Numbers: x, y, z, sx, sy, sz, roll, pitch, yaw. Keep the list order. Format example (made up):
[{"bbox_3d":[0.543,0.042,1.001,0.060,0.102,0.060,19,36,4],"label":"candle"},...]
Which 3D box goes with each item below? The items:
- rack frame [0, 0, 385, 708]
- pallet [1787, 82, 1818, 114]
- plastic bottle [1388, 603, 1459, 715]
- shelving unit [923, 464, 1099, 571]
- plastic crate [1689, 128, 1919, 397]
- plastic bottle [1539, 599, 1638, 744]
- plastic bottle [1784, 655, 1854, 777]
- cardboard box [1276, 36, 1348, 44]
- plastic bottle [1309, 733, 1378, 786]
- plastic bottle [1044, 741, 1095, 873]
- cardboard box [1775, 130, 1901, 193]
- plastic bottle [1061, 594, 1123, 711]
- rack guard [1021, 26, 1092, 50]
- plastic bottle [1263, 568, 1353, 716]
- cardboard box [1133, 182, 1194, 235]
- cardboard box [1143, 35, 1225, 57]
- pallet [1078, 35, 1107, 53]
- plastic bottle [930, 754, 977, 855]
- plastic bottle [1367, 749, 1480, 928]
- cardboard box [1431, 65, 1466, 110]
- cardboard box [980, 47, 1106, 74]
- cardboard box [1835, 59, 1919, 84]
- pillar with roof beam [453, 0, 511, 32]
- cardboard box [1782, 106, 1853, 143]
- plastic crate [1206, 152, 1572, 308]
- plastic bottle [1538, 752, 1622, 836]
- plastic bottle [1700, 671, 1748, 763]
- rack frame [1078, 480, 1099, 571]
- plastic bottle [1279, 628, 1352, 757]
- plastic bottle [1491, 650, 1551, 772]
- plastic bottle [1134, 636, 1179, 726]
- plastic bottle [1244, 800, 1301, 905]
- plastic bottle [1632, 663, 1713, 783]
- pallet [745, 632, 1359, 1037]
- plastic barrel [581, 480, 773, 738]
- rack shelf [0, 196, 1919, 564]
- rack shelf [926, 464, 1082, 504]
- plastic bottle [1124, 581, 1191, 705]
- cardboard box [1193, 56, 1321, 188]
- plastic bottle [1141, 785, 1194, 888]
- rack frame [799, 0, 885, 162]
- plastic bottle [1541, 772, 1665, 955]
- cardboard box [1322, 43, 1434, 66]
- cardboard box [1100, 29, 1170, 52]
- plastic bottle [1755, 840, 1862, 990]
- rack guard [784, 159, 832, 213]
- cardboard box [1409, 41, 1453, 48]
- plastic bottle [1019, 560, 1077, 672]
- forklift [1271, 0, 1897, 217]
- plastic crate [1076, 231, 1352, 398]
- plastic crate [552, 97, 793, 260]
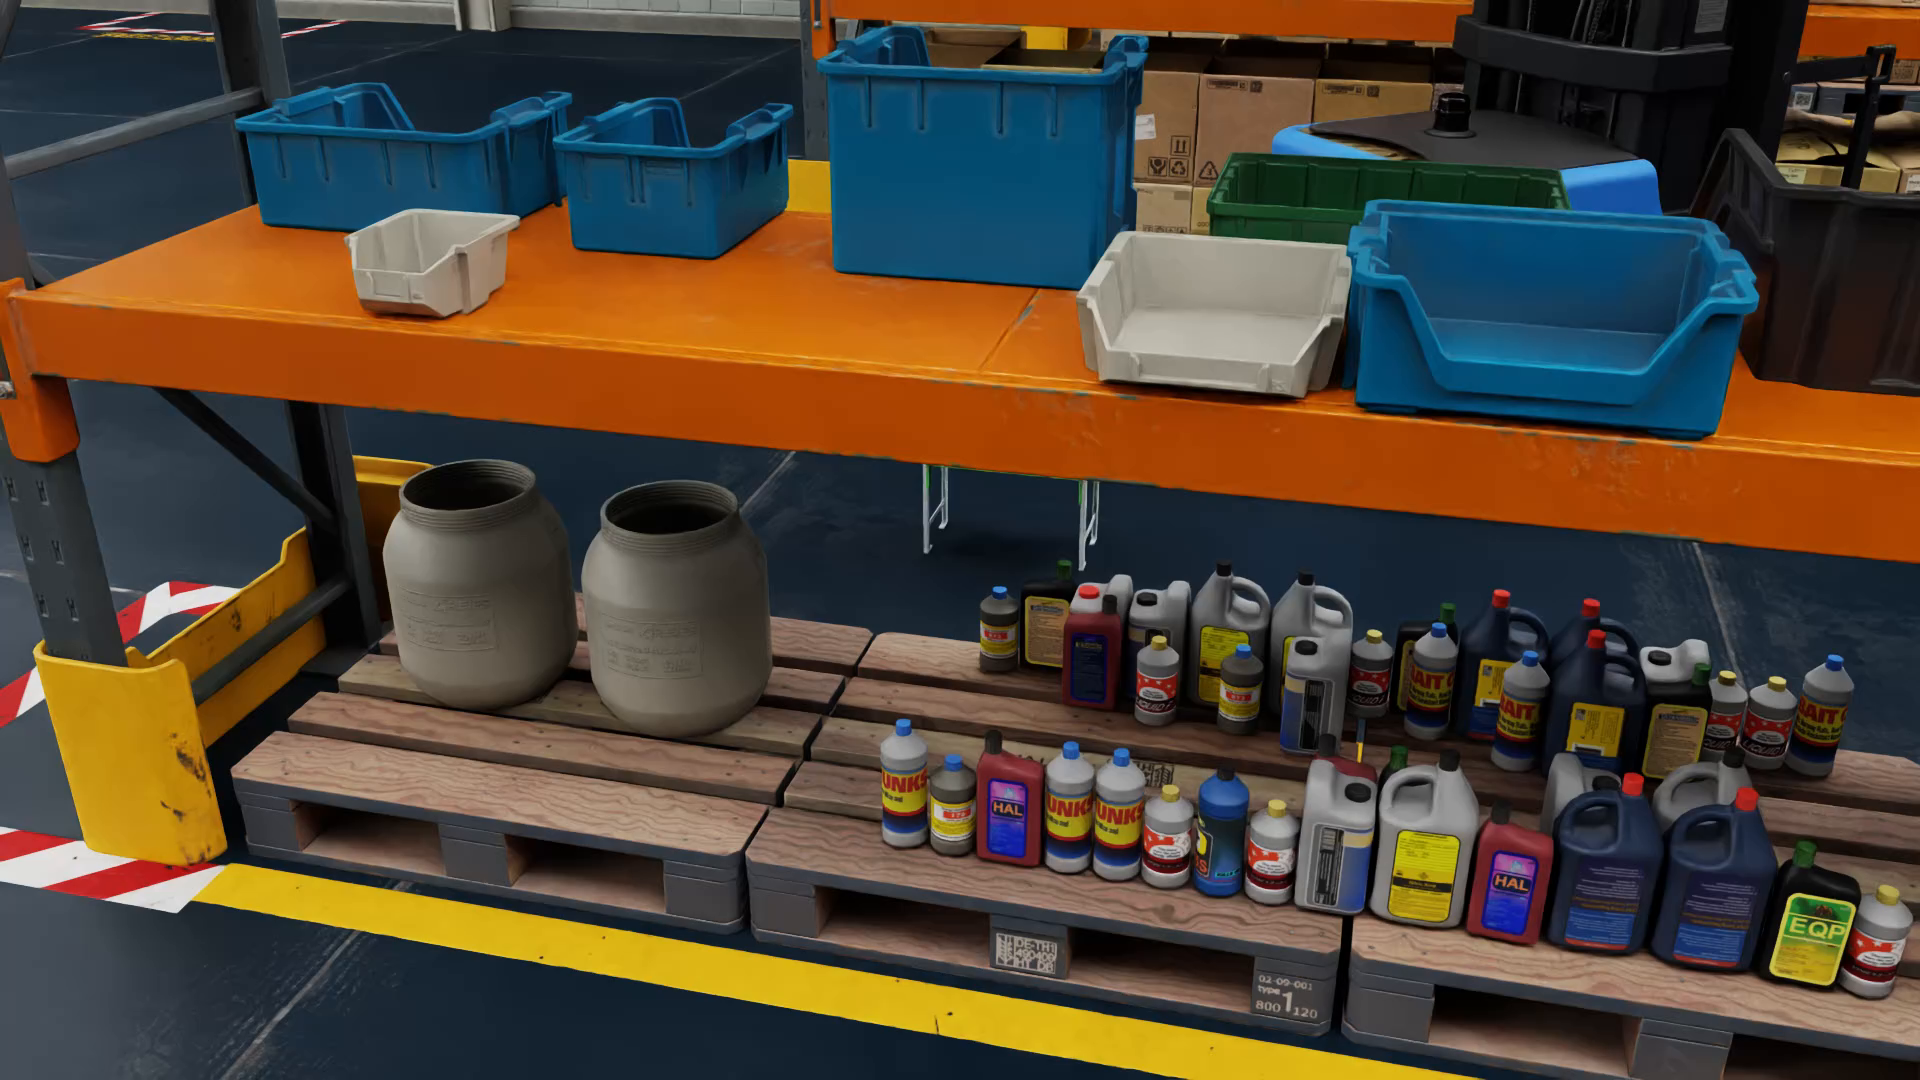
[{"bbox_3d":[-1.792,-0.869,3.585,0.127,3.000,1.000,6,26,13],"label":"rack frame"},{"bbox_3d":[5.304,-3.223,11.775,1.213,0.211,1.003,6,26,13],"label":"pallet"},{"bbox_3d":[1.072,0.273,3.836,0.133,0.283,0.061,7,26,15],"label":"plastic bottle"},{"bbox_3d":[0.160,-0.524,4.955,0.503,1.200,0.258,6,26,13],"label":"shelving unit"},{"bbox_3d":[1.607,-0.522,2.928,0.504,0.338,0.767,6,26,13],"label":"plastic crate"},{"bbox_3d":[1.404,0.298,3.705,0.185,0.351,0.144,7,26,14],"label":"plastic bottle"},{"bbox_3d":[1.883,0.376,3.633,0.097,0.271,0.097,0,25,0],"label":"plastic bottle"},{"bbox_3d":[2.574,-3.791,12.120,0.500,0.500,0.700,5,26,10],"label":"cardboard box"},{"bbox_3d":[0.758,0.520,3.317,0.133,0.283,0.061,6,26,13],"label":"plastic bottle"},{"bbox_3d":[0.219,0.525,3.320,0.097,0.271,0.097,0,25,0],"label":"plastic bottle"},{"bbox_3d":[3.658,-1.556,7.086,0.500,0.311,0.500,6,26,13],"label":"cardboard box"},{"bbox_3d":[0.307,0.256,3.871,0.133,0.283,0.061,6,26,13],"label":"plastic bottle"},{"bbox_3d":[0.749,-3.856,12.769,0.348,0.500,1.175,6,26,13],"label":"rack guard"},{"bbox_3d":[0.809,0.232,3.843,0.185,0.351,0.144,6,26,13],"label":"plastic bottle"},{"bbox_3d":[0.879,-1.623,7.880,0.500,0.250,0.500,6,26,13],"label":"cardboard box"},{"bbox_3d":[1.011,-2.183,8.183,0.500,0.500,0.500,6,26,13],"label":"cardboard box"},{"bbox_3d":[1.527,-3.624,12.617,1.213,0.211,1.003,6,26,13],"label":"pallet"},{"bbox_3d":[-0.013,0.531,3.389,0.097,0.201,0.097,0,25,0],"label":"plastic bottle"},{"bbox_3d":[0.888,0.553,3.169,0.185,0.351,0.144,6,26,13],"label":"plastic bottle"},{"bbox_3d":[2.335,-1.806,7.392,0.500,0.500,0.500,6,26,13],"label":"cardboard box"},{"bbox_3d":[0.394,-2.014,7.830,0.500,0.500,0.500,6,26,13],"label":"cardboard box"},{"bbox_3d":[6.264,-3.457,11.418,0.500,0.500,0.700,7,26,14],"label":"cardboard box"},{"bbox_3d":[-5.314,-6.837,9.143,0.400,9.000,9.100,6,26,13],"label":"pillar with roof beam"},{"bbox_3d":[3.783,-1.780,7.556,0.500,0.311,0.500,6,26,13],"label":"cardboard box"},{"bbox_3d":[0.838,-0.608,3.283,0.662,0.188,0.450,6,26,13],"label":"plastic crate"},{"bbox_3d":[1.213,0.557,3.248,0.135,0.276,0.152,6,26,13],"label":"plastic bottle"},{"bbox_3d":[1.686,0.386,3.693,0.097,0.201,0.097,0,25,0],"label":"plastic bottle"},{"bbox_3d":[0.397,-0.498,4.900,0.015,1.200,0.240,6,26,13],"label":"rack frame"},{"bbox_3d":[0.797,0.330,3.724,0.135,0.276,0.152,6,26,13],"label":"plastic bottle"},{"bbox_3d":[1.233,0.368,3.649,0.097,0.271,0.097,0,25,0],"label":"plastic bottle"},{"bbox_3d":[0.455,0.317,3.838,0.097,0.201,0.097,0,25,0],"label":"plastic bottle"},{"bbox_3d":[0.610,0.600,3.244,0.097,0.201,0.097,0,25,0],"label":"plastic bottle"},{"bbox_3d":[1.537,0.392,3.586,0.133,0.283,0.061,6,26,13],"label":"plastic bottle"},{"bbox_3d":[0.257,0.599,3.745,1.213,0.211,1.003,6,26,13],"label":"pallet"},{"bbox_3d":[-0.650,0.157,3.836,0.421,0.512,0.421,0,25,0],"label":"plastic barrel"},{"bbox_3d":[0.145,-0.330,3.290,4.000,0.370,1.077,6,26,13],"label":"rack shelf"},{"bbox_3d":[0.160,-0.250,5.085,0.480,0.148,0.258,6,26,13],"label":"rack shelf"},{"bbox_3d":[0.468,0.230,3.935,0.135,0.276,0.152,6,26,12],"label":"plastic bottle"},{"bbox_3d":[1.362,-1.906,7.601,0.500,0.500,0.500,6,26,13],"label":"cardboard box"},{"bbox_3d":[0.411,0.578,3.290,0.097,0.201,0.097,0,25,0],"label":"plastic bottle"},{"bbox_3d":[-0.554,-2.931,7.916,0.127,3.000,1.000,6,26,13],"label":"rack frame"},{"bbox_3d":[1.201,0.587,3.097,0.185,0.351,0.144,5,26,10],"label":"plastic bottle"},{"bbox_3d":[1.980,-2.076,7.959,0.500,0.500,0.500,6,26,13],"label":"cardboard box"},{"bbox_3d":[1.323,-3.866,12.498,0.500,0.311,0.500,3,26,7],"label":"cardboard box"},{"bbox_3d":[1.534,0.673,2.995,0.133,0.283,0.061,8,27,16],"label":"plastic bottle"},{"bbox_3d":[-0.578,-1.804,8.459,0.348,0.500,1.175,6,26,13],"label":"rack guard"},{"bbox_3d":[3.535,-3.729,11.990,0.500,0.500,0.500,4,26,9],"label":"cardboard box"},{"bbox_3d":[0.214,0.178,4.035,0.133,0.283,0.061,7,26,14],"label":"plastic bottle"},{"bbox_3d":[2.621,-1.883,5.796,3.031,2.935,1.130,-12,28,-24],"label":"forklift"},{"bbox_3d":[0.447,-0.390,2.886,0.437,0.136,0.530,6,26,13],"label":"plastic crate"},{"bbox_3d":[-0.605,-0.801,3.615,0.408,0.251,0.499,6,26,13],"label":"plastic crate"}]
